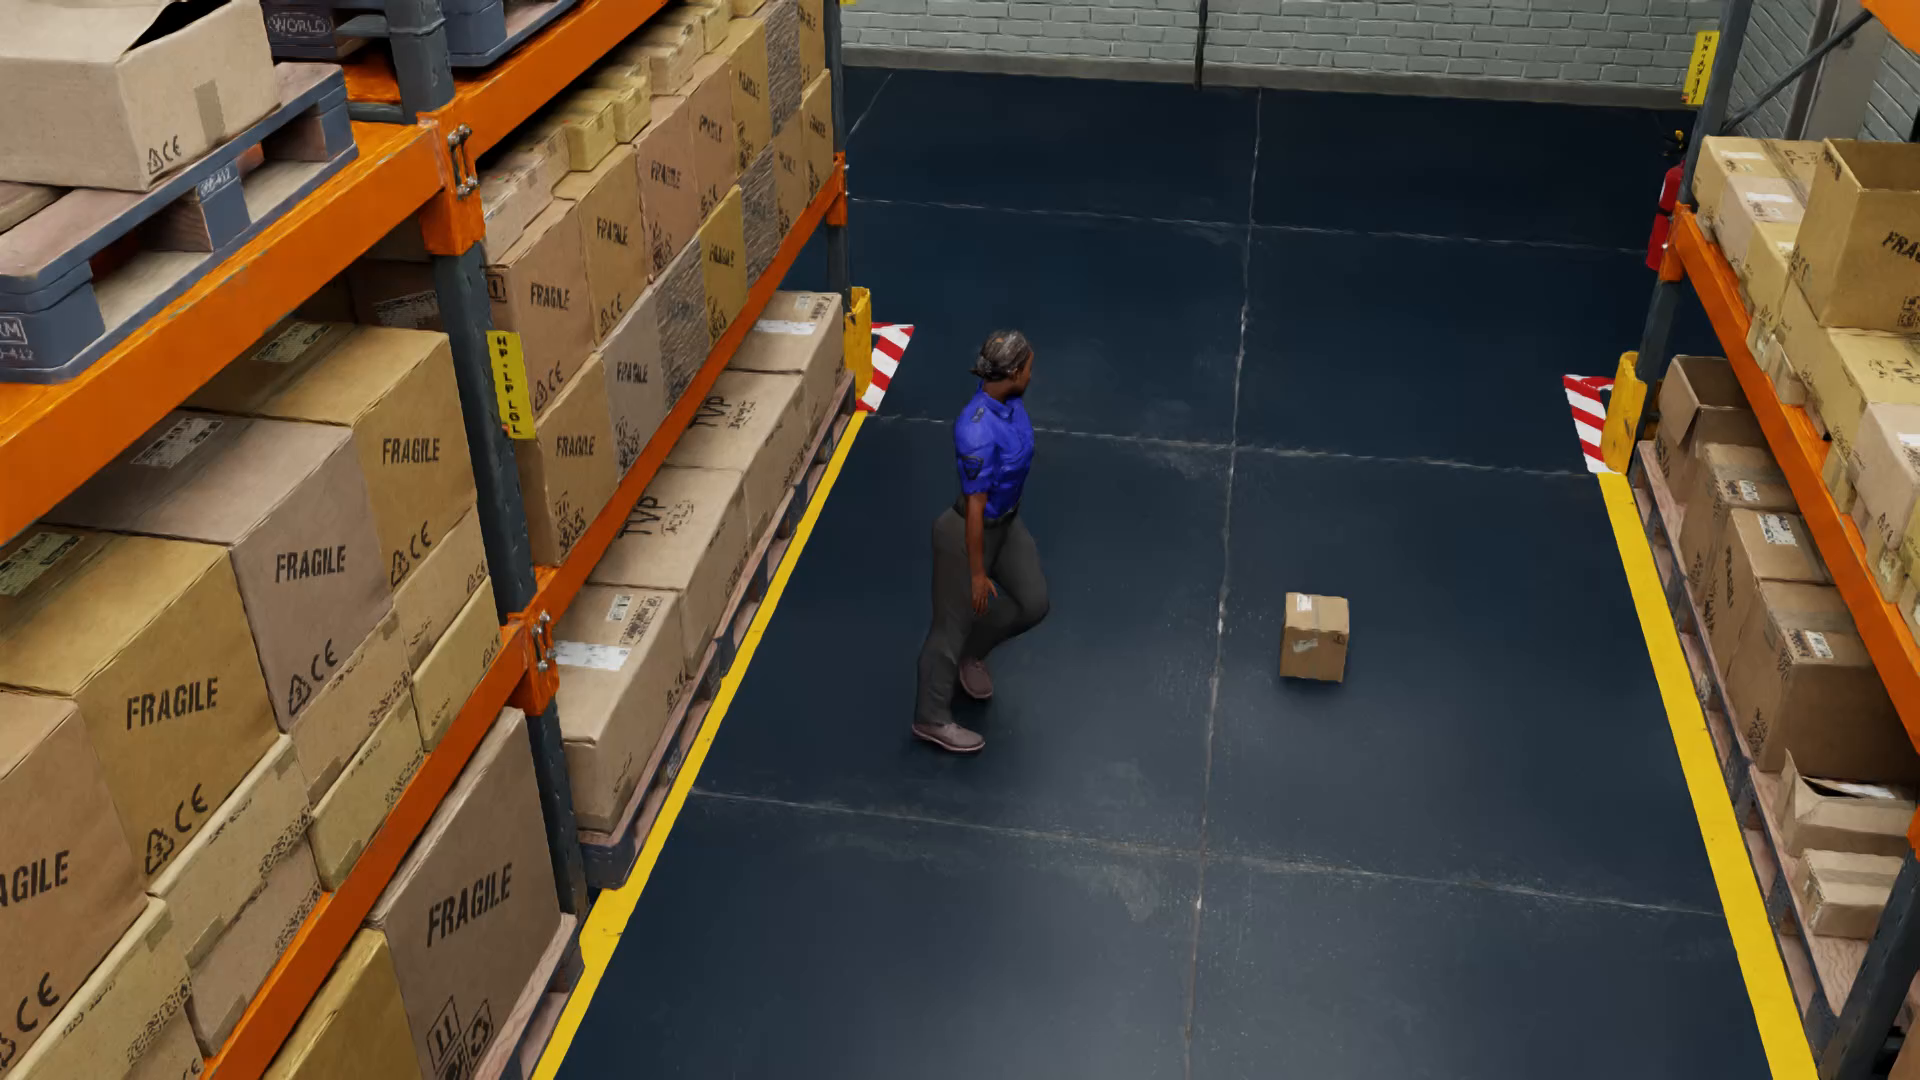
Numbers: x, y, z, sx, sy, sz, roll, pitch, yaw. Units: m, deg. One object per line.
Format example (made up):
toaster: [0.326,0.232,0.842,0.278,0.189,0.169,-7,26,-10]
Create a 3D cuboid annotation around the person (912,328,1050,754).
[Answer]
person: [0.079,0.000,6.156,0.445,1.632,0.554,17,36,24]
